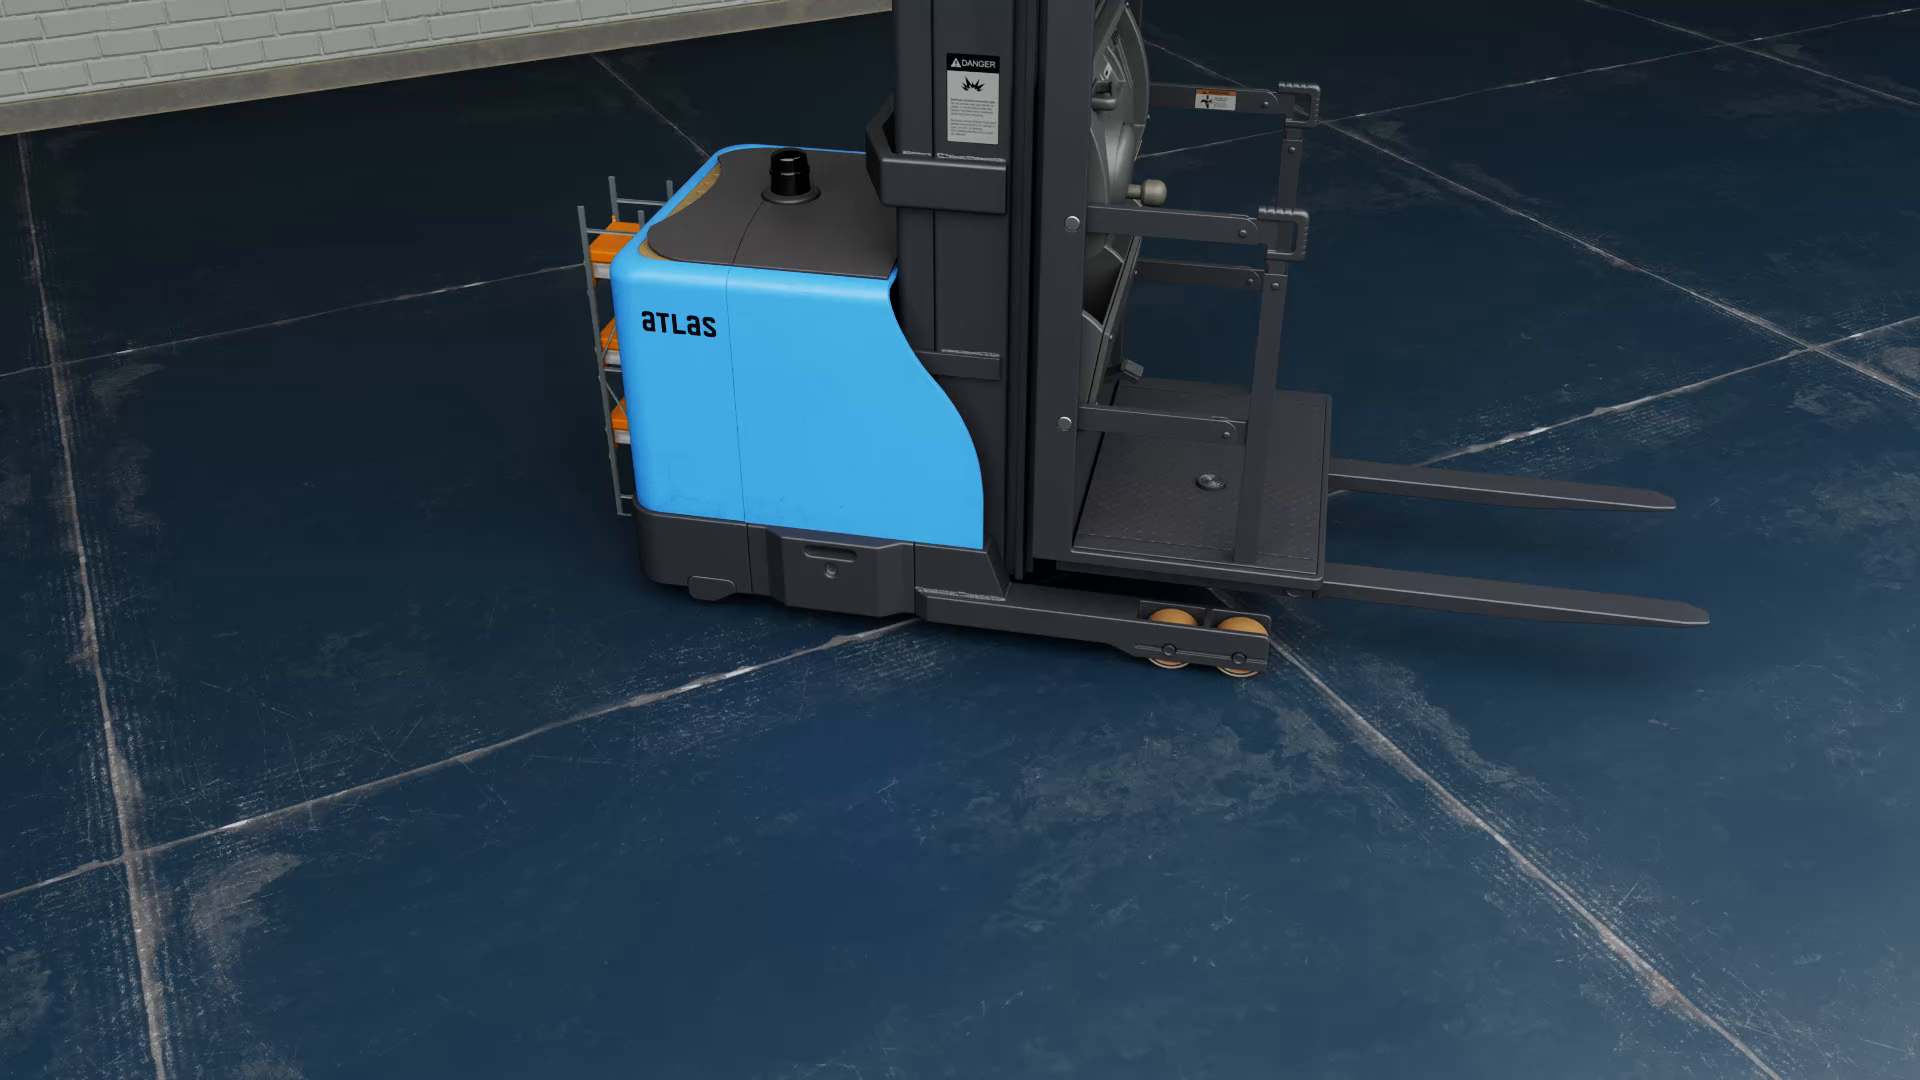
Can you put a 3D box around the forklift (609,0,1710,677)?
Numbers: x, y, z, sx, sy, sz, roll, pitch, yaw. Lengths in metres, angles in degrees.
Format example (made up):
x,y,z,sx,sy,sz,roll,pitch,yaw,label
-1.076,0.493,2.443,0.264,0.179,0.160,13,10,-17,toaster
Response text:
x,y,z,sx,sy,sz,roll,pitch,yaw,label
0.611,-1.165,4.351,3.031,2.935,1.130,6,33,10,forklift

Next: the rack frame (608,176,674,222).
x,y,z,sx,sy,sz,roll,pitch,yaw,label
-0.961,-0.643,5.280,0.200,1.050,0.008,6,33,9,rack frame

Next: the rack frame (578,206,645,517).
x,y,z,sx,sy,sz,roll,pitch,yaw,label
-1.007,-0.514,5.078,0.200,1.050,0.008,6,33,9,rack frame

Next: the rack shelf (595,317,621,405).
x,y,z,sx,sy,sz,roll,pitch,yaw,label
-0.984,-0.569,5.185,0.215,0.259,0.240,6,33,9,rack shelf

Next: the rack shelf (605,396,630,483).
x,y,z,sx,sy,sz,roll,pitch,yaw,label
-0.984,-0.335,5.335,0.215,0.259,0.240,6,33,9,rack shelf

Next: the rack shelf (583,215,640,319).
x,y,z,sx,sy,sz,roll,pitch,yaw,label
-0.984,-0.808,5.032,0.215,0.259,0.240,6,33,9,rack shelf

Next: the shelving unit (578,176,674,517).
x,y,z,sx,sy,sz,roll,pitch,yaw,label
-0.984,-0.578,5.179,0.215,1.050,0.252,6,33,9,shelving unit
